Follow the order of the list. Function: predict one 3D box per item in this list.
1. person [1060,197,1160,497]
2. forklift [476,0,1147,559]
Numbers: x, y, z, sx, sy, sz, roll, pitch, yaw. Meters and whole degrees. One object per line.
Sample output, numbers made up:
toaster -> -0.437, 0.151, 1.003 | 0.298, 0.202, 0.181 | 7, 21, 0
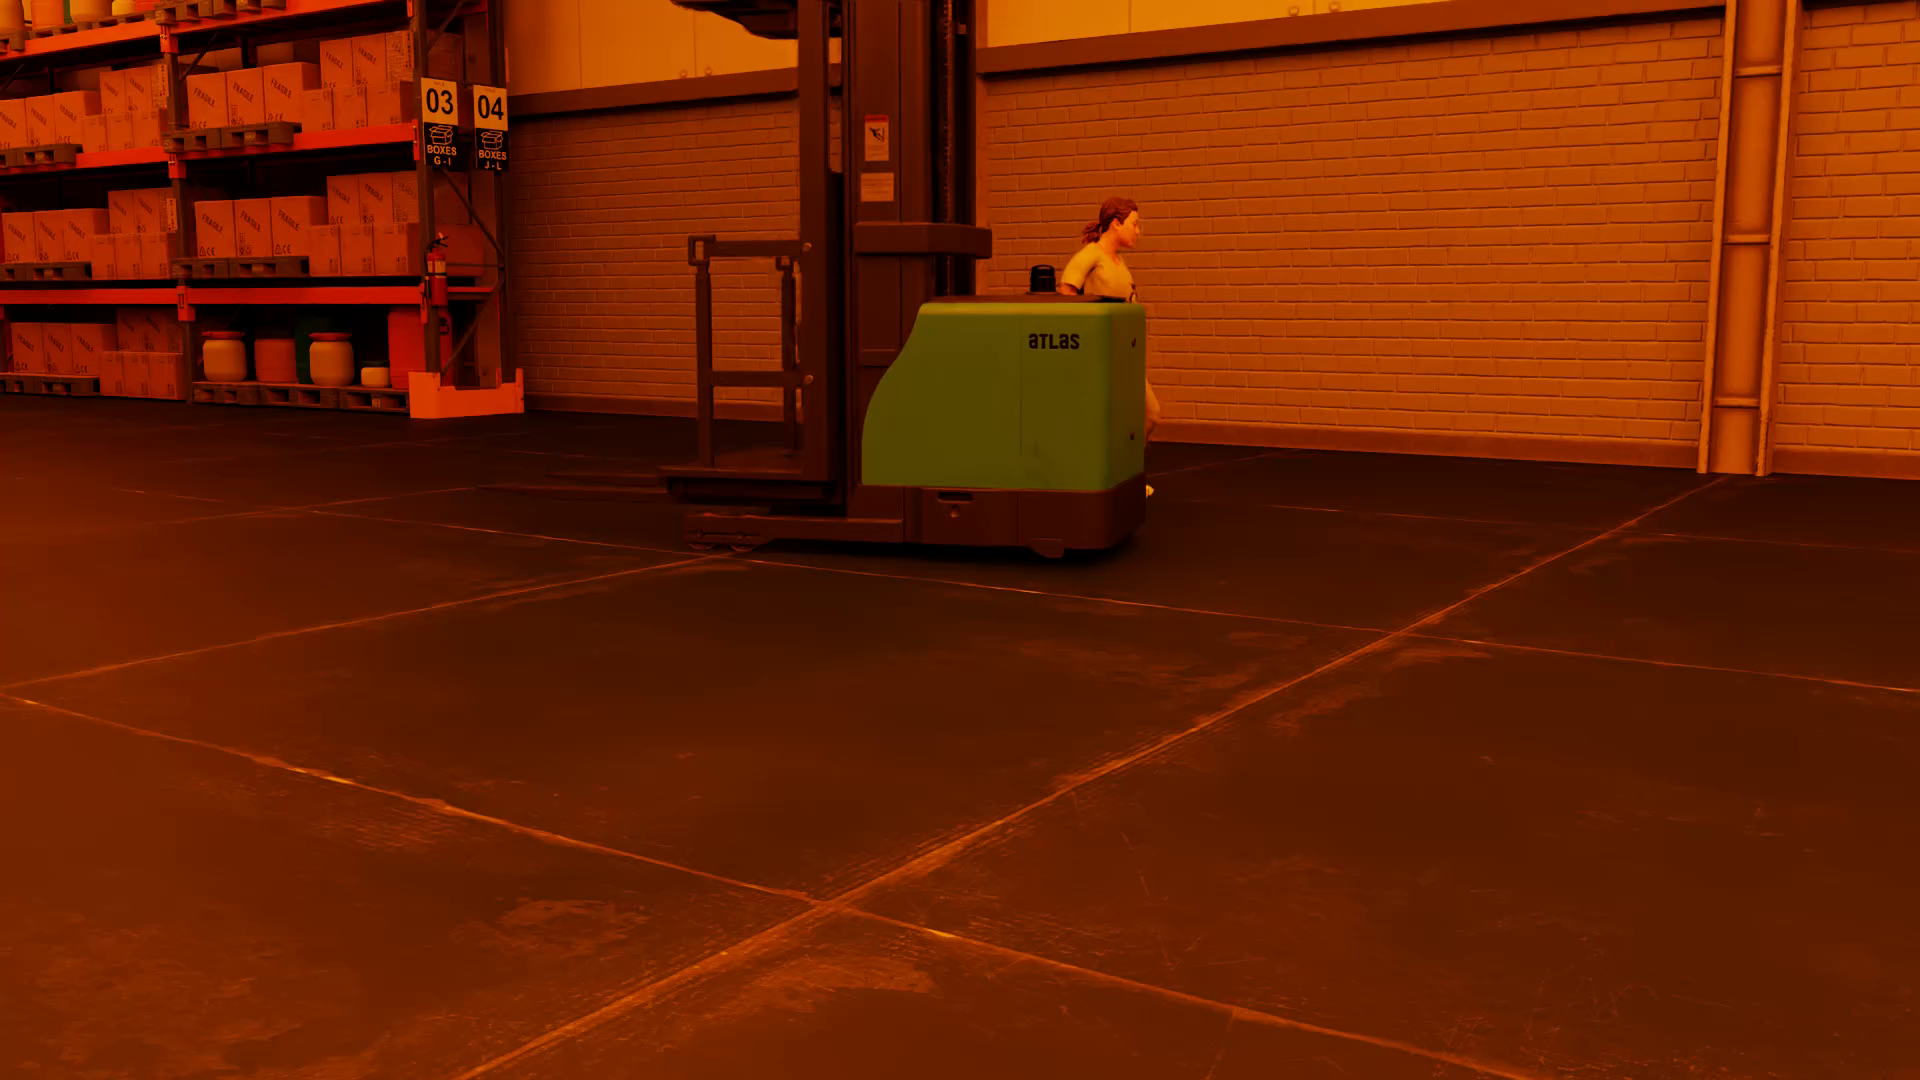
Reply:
person -> 0.692, -0.944, 8.643 | 0.468, 1.649, 0.779 | 7, 11, 41
forklift -> -0.715, -1.465, 7.495 | 3.031, 2.935, 1.130 | 2, 8, 16
